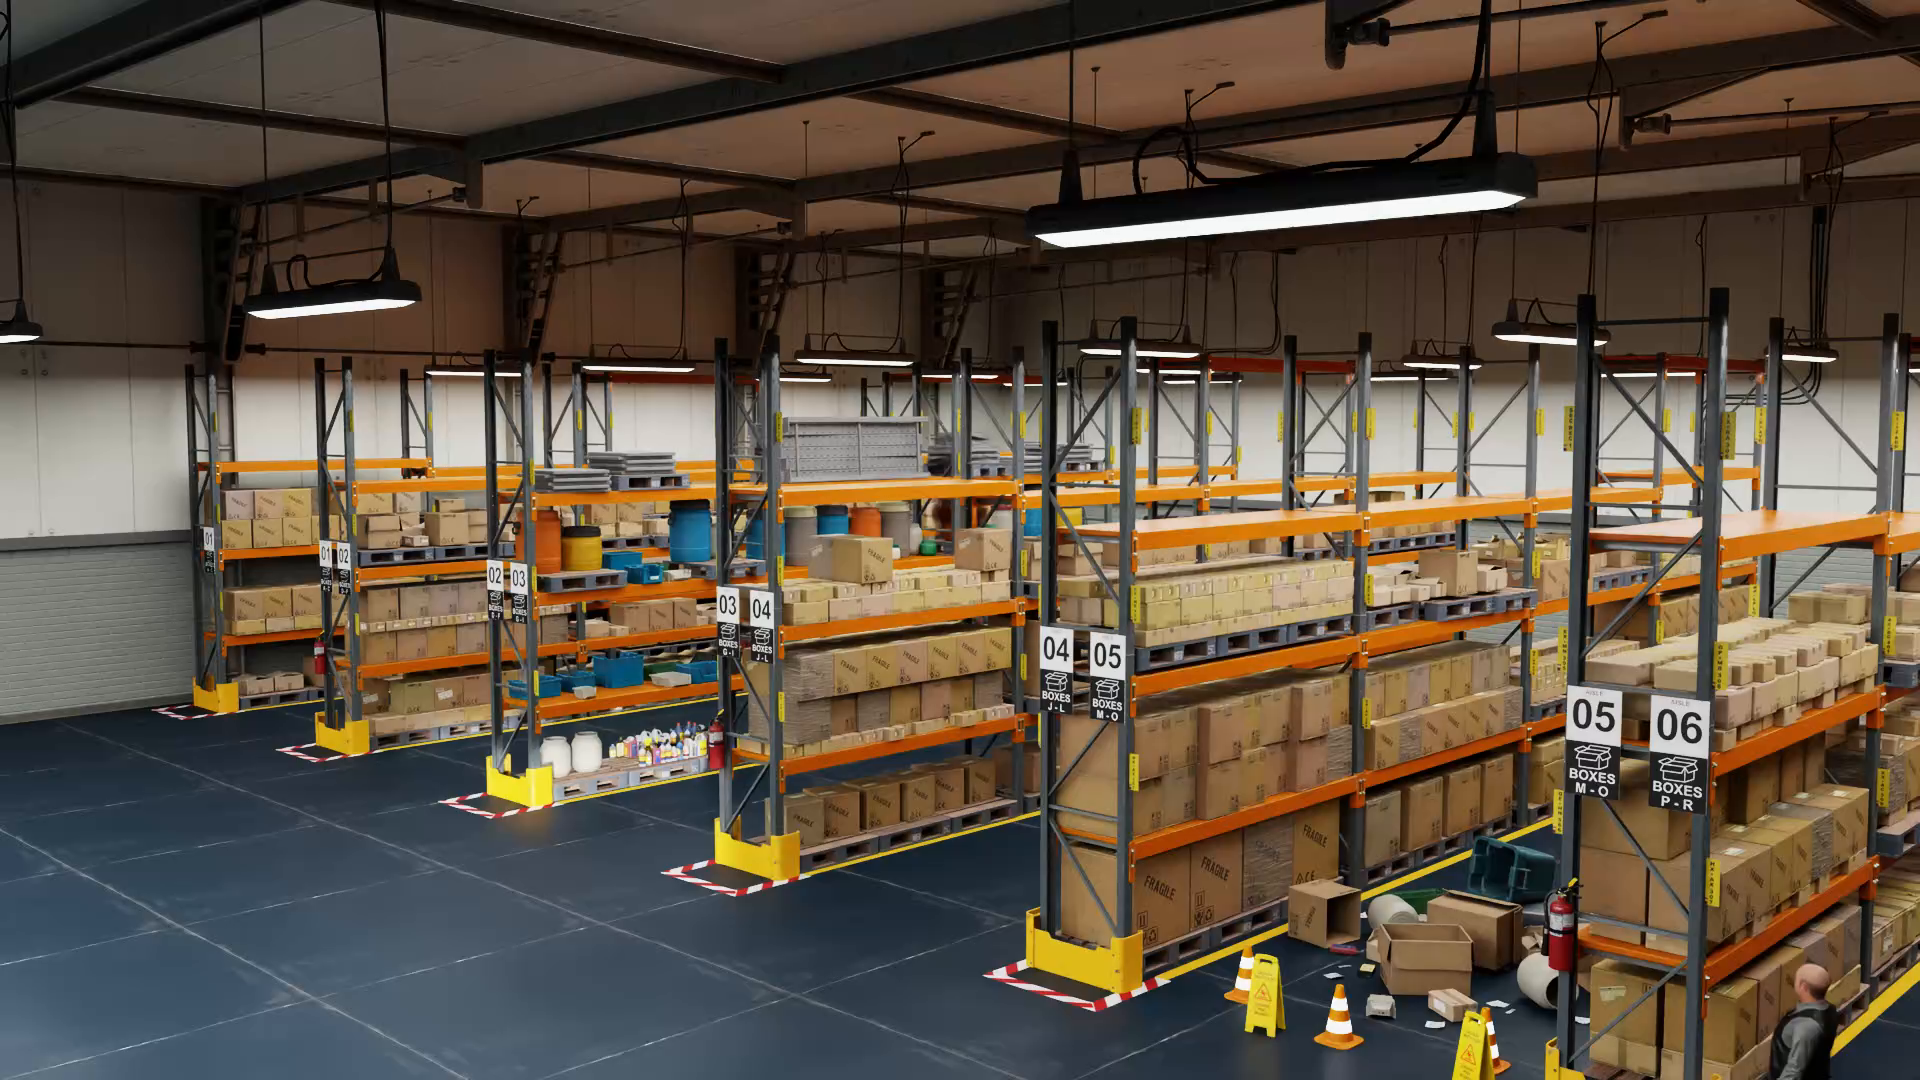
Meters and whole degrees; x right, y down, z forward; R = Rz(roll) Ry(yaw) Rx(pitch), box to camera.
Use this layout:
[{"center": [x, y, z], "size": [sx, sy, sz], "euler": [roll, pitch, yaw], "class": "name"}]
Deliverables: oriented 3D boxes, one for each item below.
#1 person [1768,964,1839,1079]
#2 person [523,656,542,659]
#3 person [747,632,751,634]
[{"center": [5.257, 3.528, 10.500], "size": [0.508, 1.758, 0.556], "euler": [2, 5, 20], "class": "person"}, {"center": [-7.859, 2.056, 30.158], "size": [0.549, 1.758, 0.388], "euler": [-2, 5, -27], "class": "person"}, {"center": [-4.204, 1.692, 33.940], "size": [0.644, 1.780, 0.767], "euler": [0, 4, 6], "class": "person"}]
